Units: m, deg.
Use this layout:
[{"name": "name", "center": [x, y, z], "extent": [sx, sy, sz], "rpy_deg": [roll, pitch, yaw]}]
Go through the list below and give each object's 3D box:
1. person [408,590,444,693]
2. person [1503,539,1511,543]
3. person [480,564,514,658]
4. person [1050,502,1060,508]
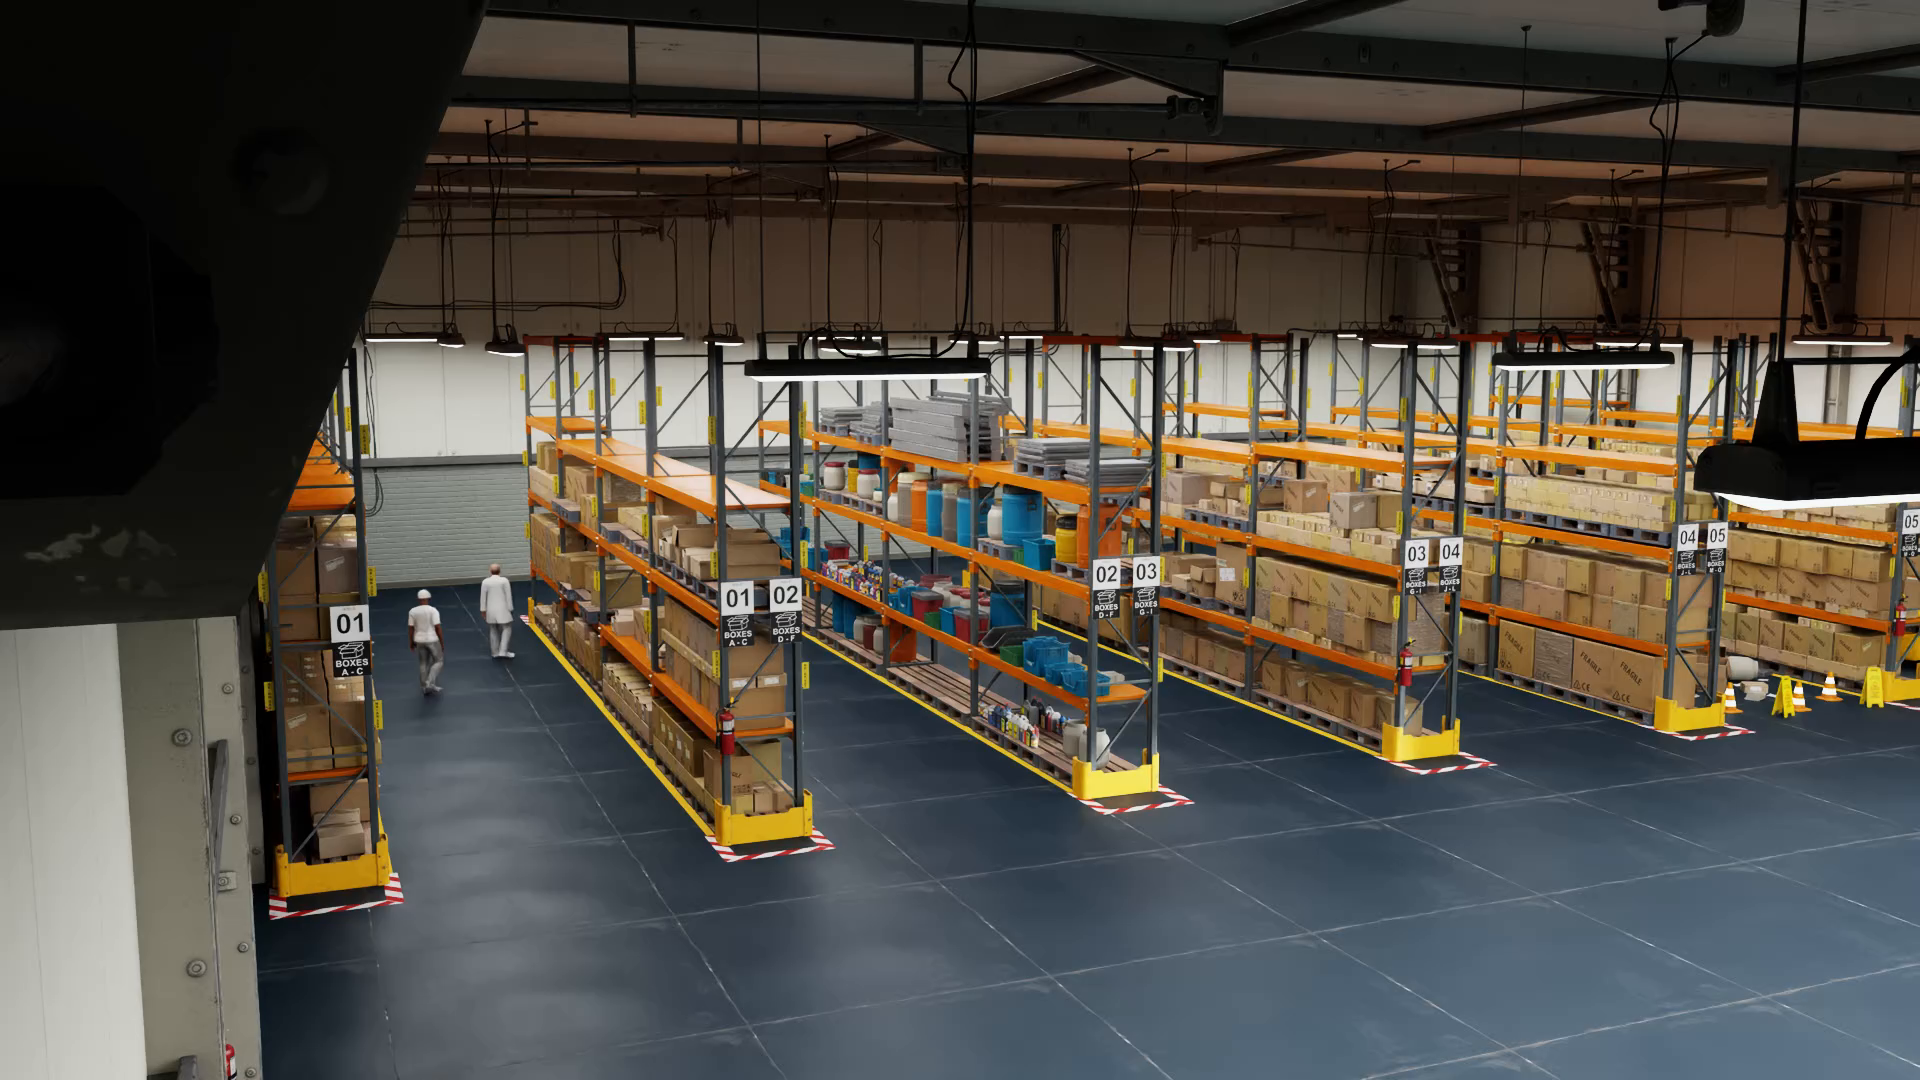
[{"name": "person", "center": [-9.040, 1.726, 28.152], "extent": [0.608, 1.768, 0.508], "rpy_deg": [2, 8, 12]}, {"name": "person", "center": [11.379, 0.862, 34.555], "extent": [0.528, 1.763, 0.568], "rpy_deg": [7, 10, 42]}, {"name": "person", "center": [-8.655, 1.329, 31.071], "extent": [0.633, 1.778, 0.588], "rpy_deg": [0, 8, 1]}, {"name": "person", "center": [2.370, -0.109, 42.213], "extent": [0.527, 1.723, 0.469], "rpy_deg": [7, 10, 40]}]
